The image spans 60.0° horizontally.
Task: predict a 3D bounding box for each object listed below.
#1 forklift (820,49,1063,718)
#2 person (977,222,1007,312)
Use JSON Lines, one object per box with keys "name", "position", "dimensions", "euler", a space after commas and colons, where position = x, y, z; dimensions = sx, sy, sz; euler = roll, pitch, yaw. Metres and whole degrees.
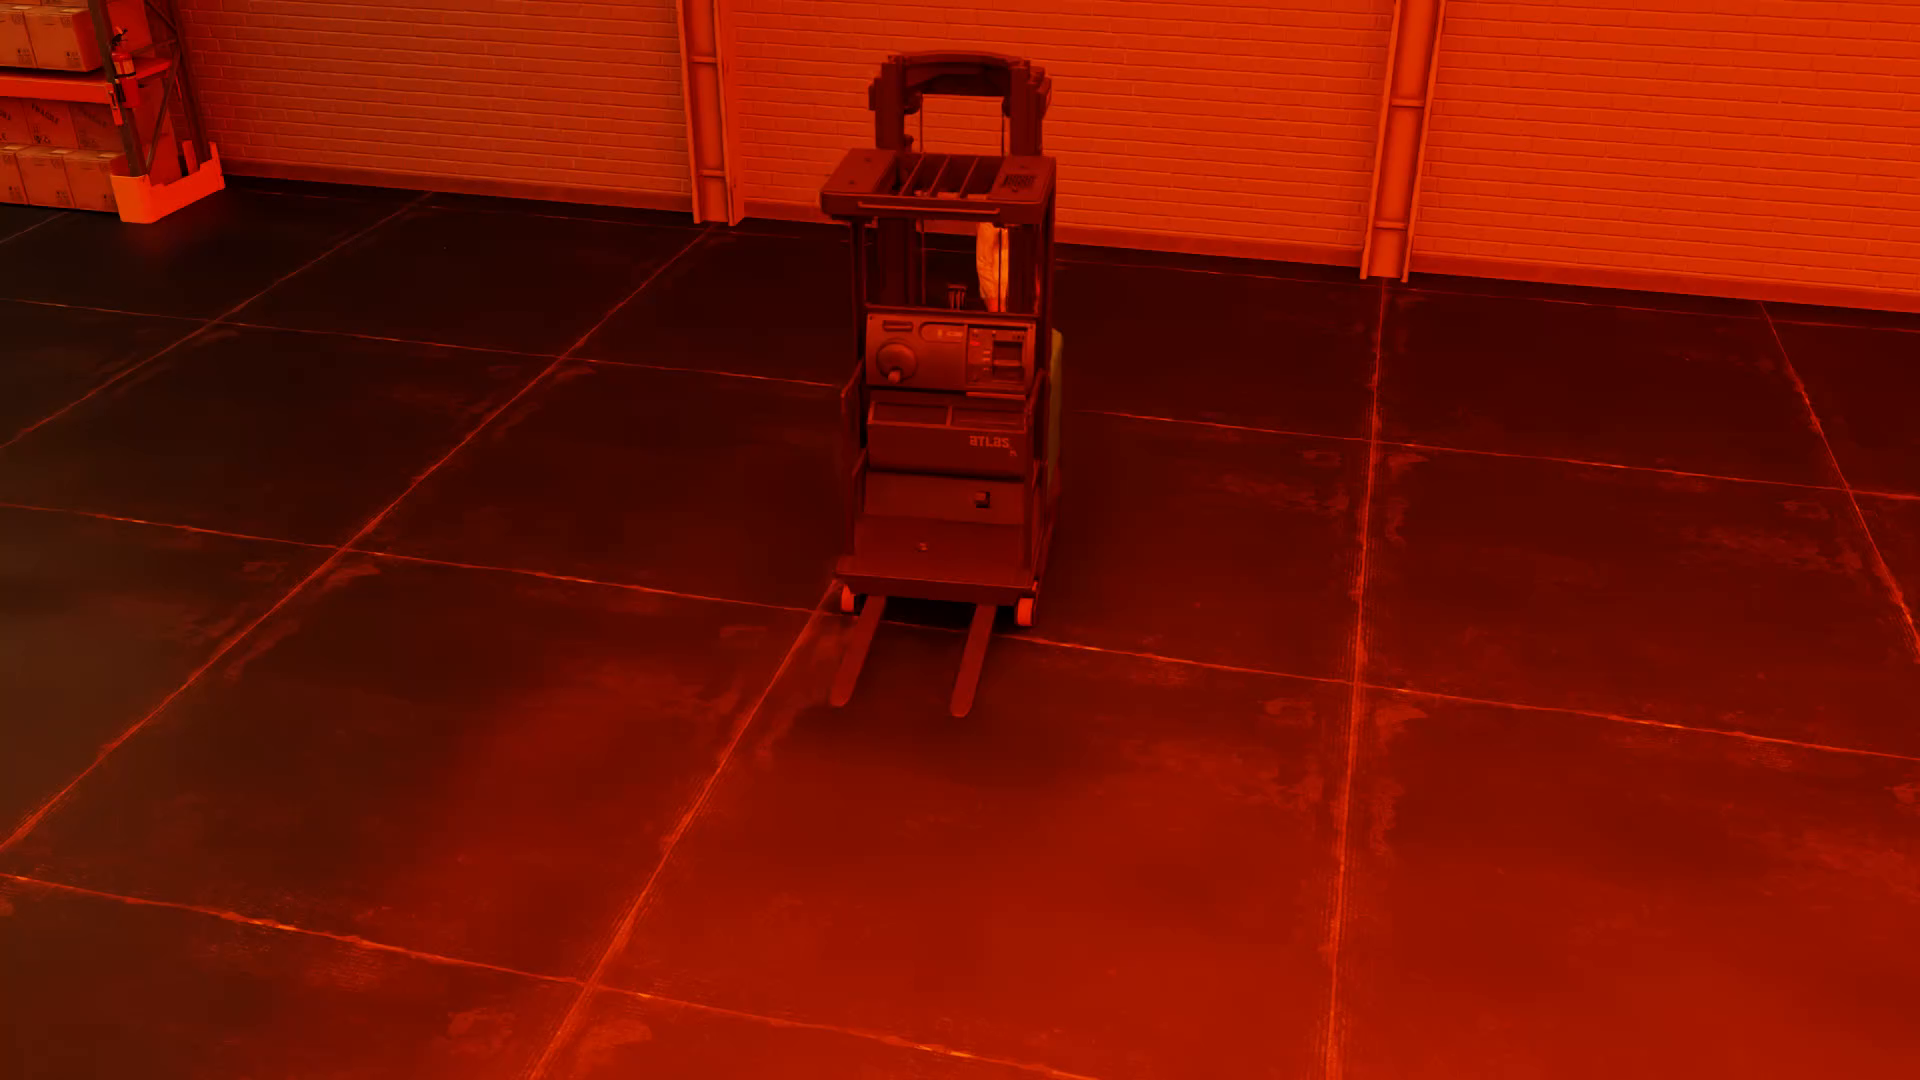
{"name": "forklift", "position": [-0.083, -0.976, 8.893], "dimensions": [1.130, 2.935, 3.031], "euler": [4, 30, 8]}
{"name": "person", "position": [0.391, -1.680, 11.305], "dimensions": [0.520, 1.779, 0.643], "euler": [14, 32, 23]}
